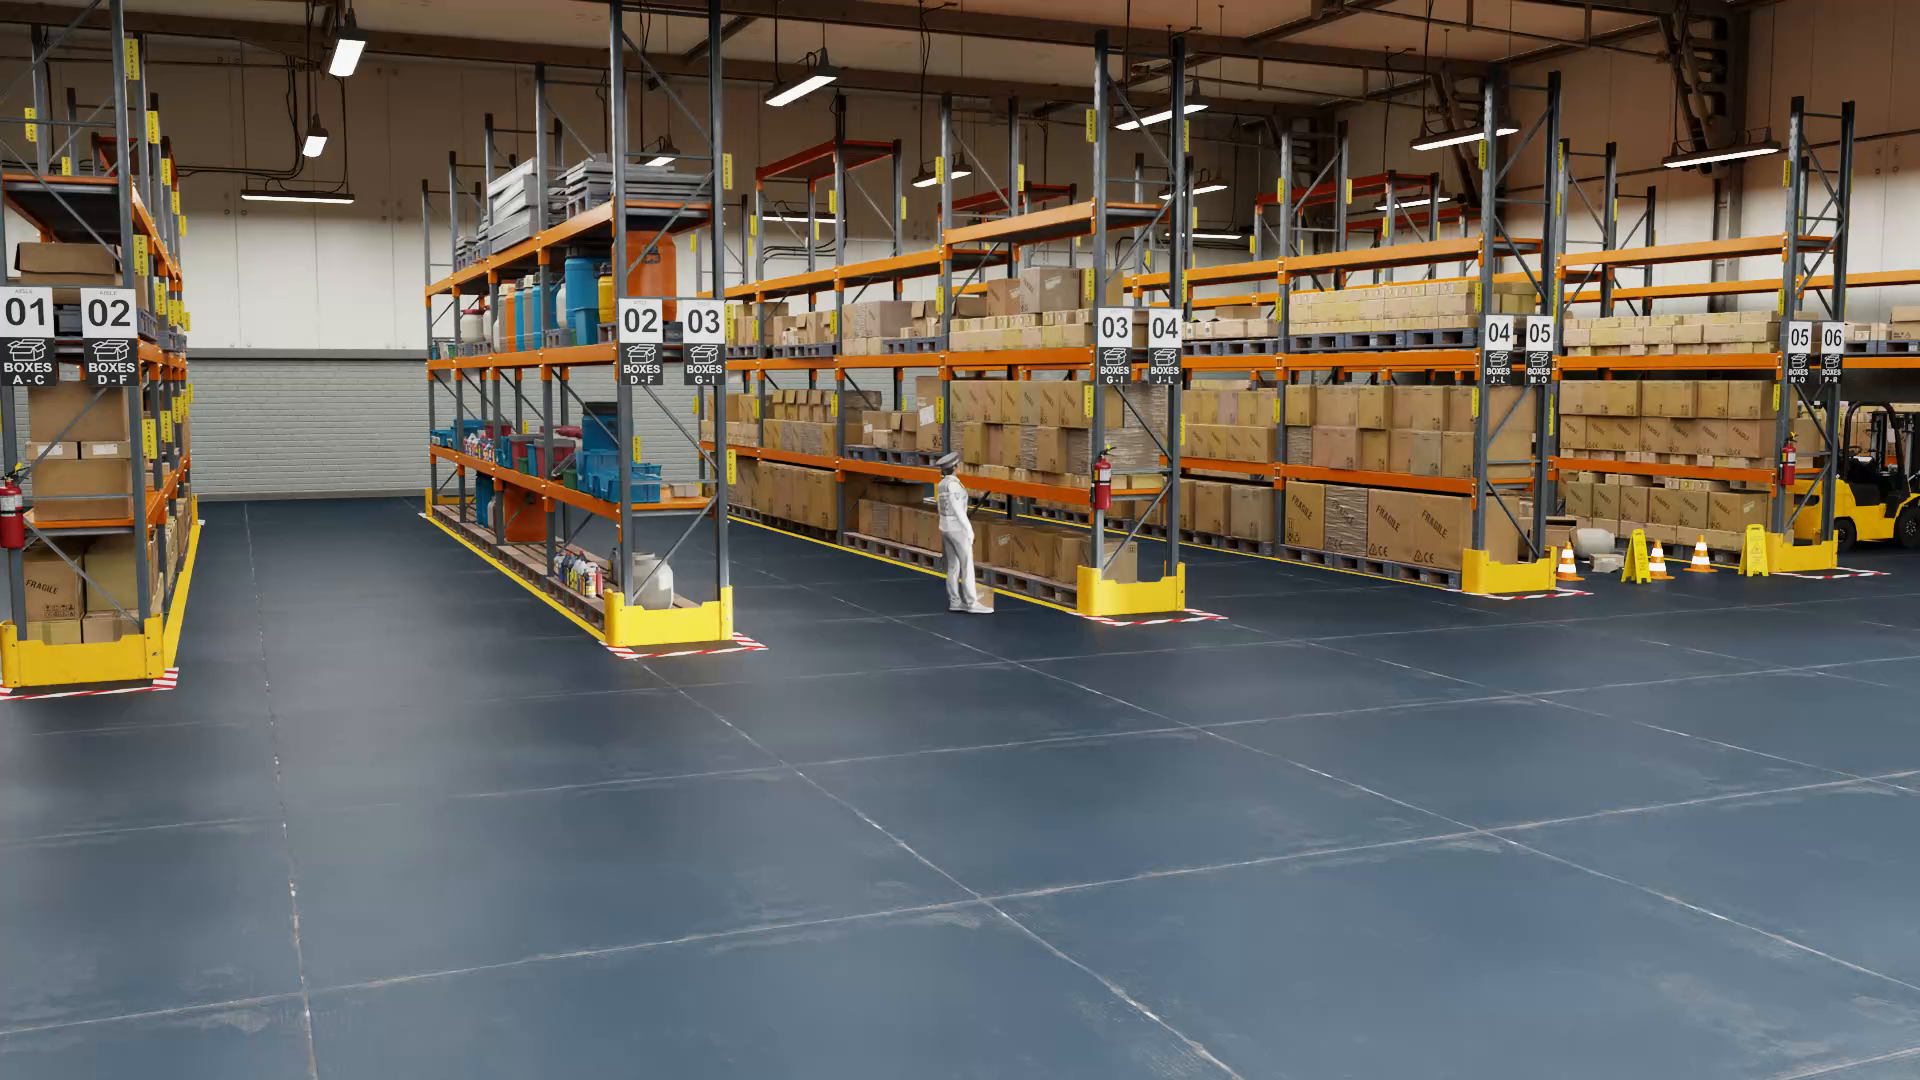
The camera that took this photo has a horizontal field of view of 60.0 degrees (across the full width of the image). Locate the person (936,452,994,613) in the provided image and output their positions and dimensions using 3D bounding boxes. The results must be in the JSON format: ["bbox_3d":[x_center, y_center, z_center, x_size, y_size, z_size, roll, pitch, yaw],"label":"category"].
[{"bbox_3d":[0.017,-0.088,17.652,0.530,1.694,0.586,-2,6,-24],"label":"person"}]
